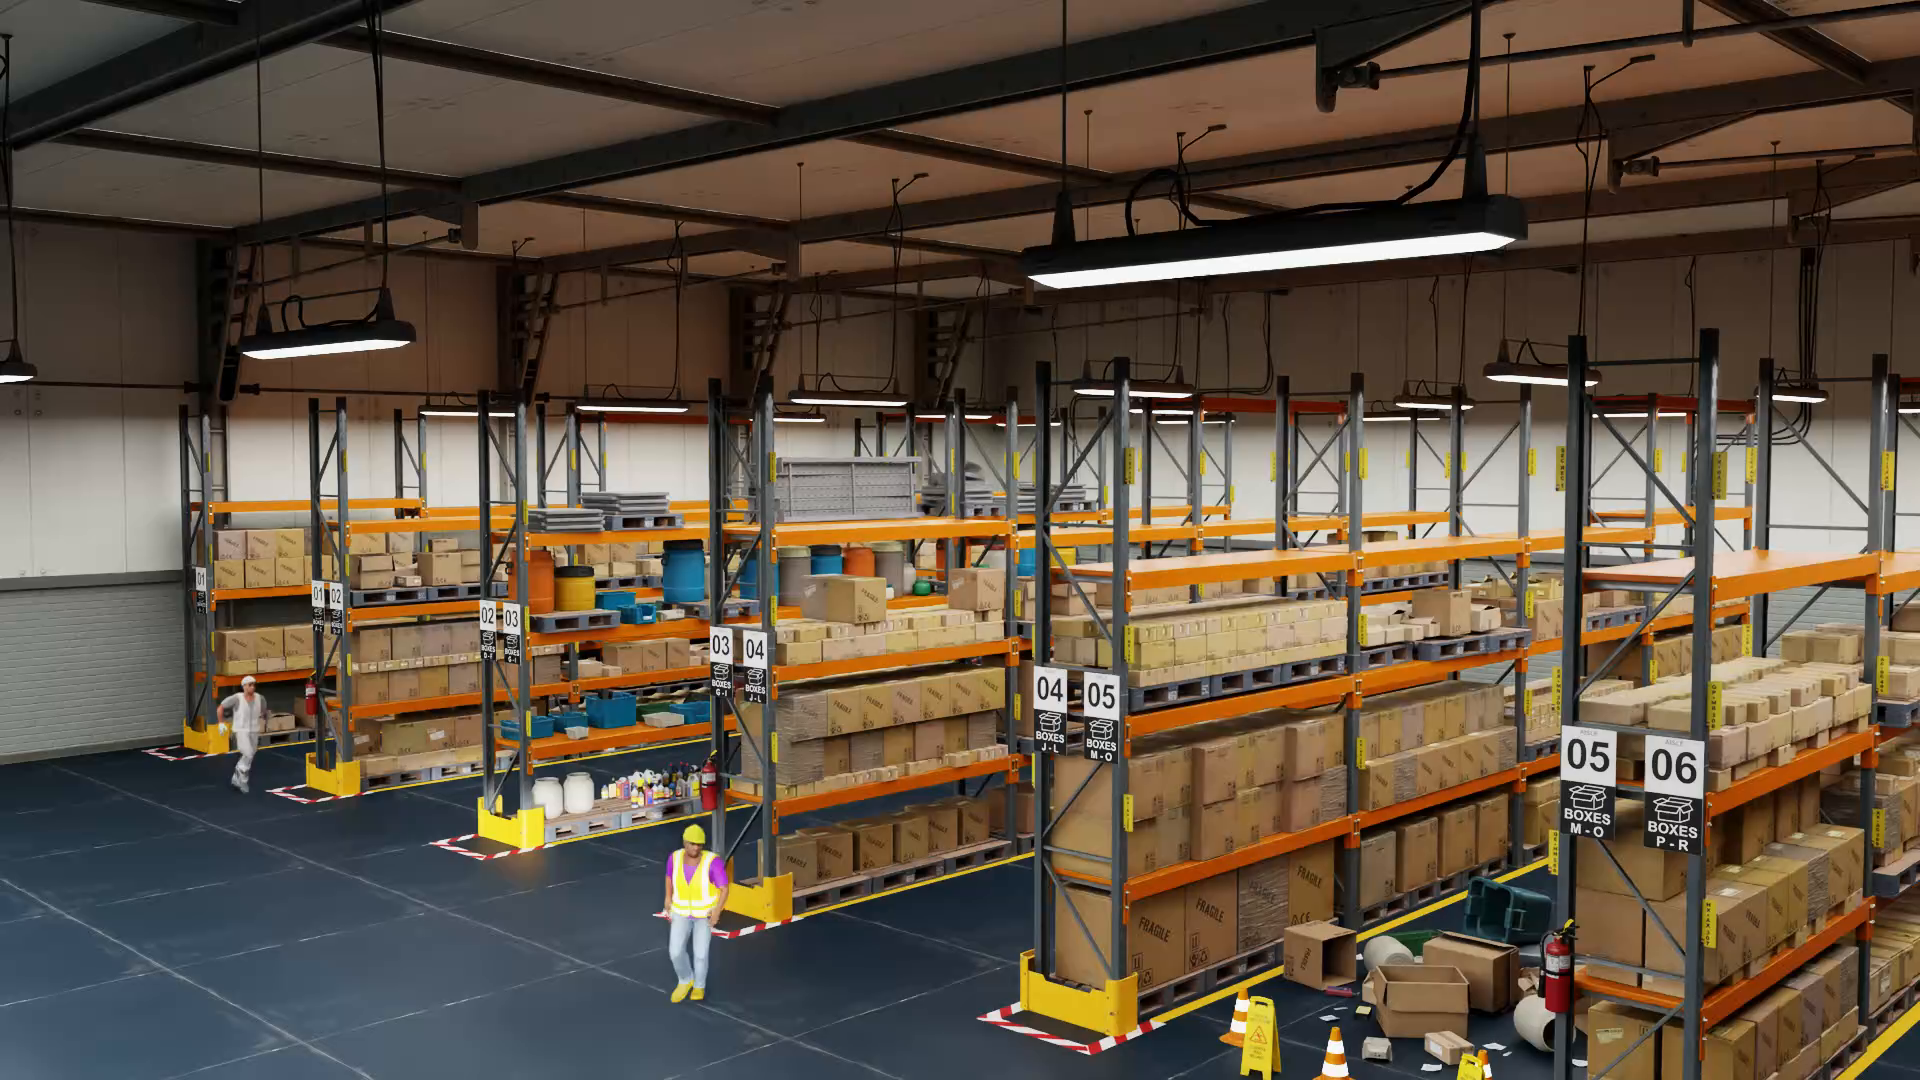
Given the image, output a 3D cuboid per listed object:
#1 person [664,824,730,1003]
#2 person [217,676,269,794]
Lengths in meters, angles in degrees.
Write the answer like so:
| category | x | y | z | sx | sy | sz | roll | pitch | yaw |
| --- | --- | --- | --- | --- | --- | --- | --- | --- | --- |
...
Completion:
| category | x | y | z | sx | sy | sz | roll | pitch | yaw |
| --- | --- | --- | --- | --- | --- | --- | --- | --- | --- |
| person | -2.472 | 3.476 | 15.428 | 0.677 | 1.711 | 0.807 | 0 | 3 | 1 |
| person | -10.894 | 2.954 | 25.347 | 0.789 | 1.785 | 0.692 | 2 | 4 | 39 |
